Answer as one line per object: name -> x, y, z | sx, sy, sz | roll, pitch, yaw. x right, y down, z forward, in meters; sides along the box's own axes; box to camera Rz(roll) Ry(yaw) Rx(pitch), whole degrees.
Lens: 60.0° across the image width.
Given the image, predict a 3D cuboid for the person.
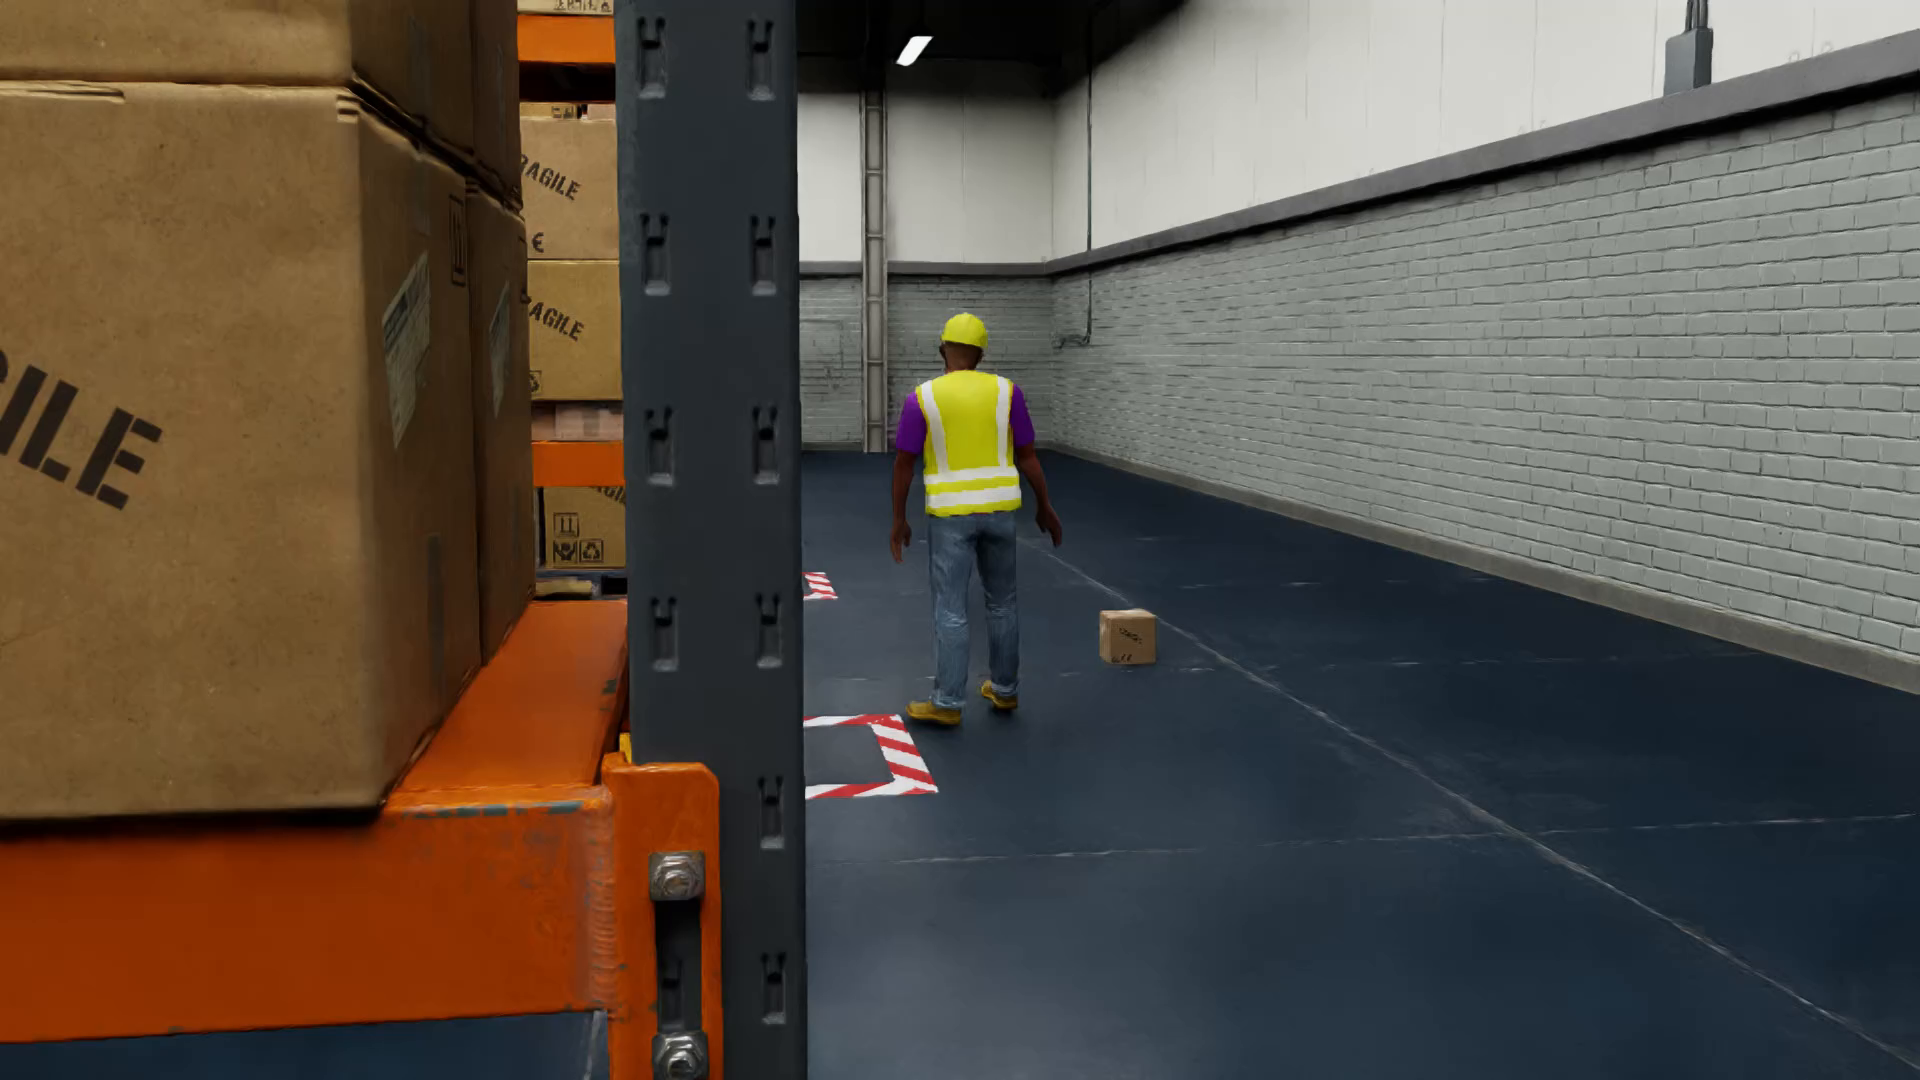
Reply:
person -> 0.056, -0.111, 7.330 | 0.764, 1.766, 0.528 | -1, 7, -13
